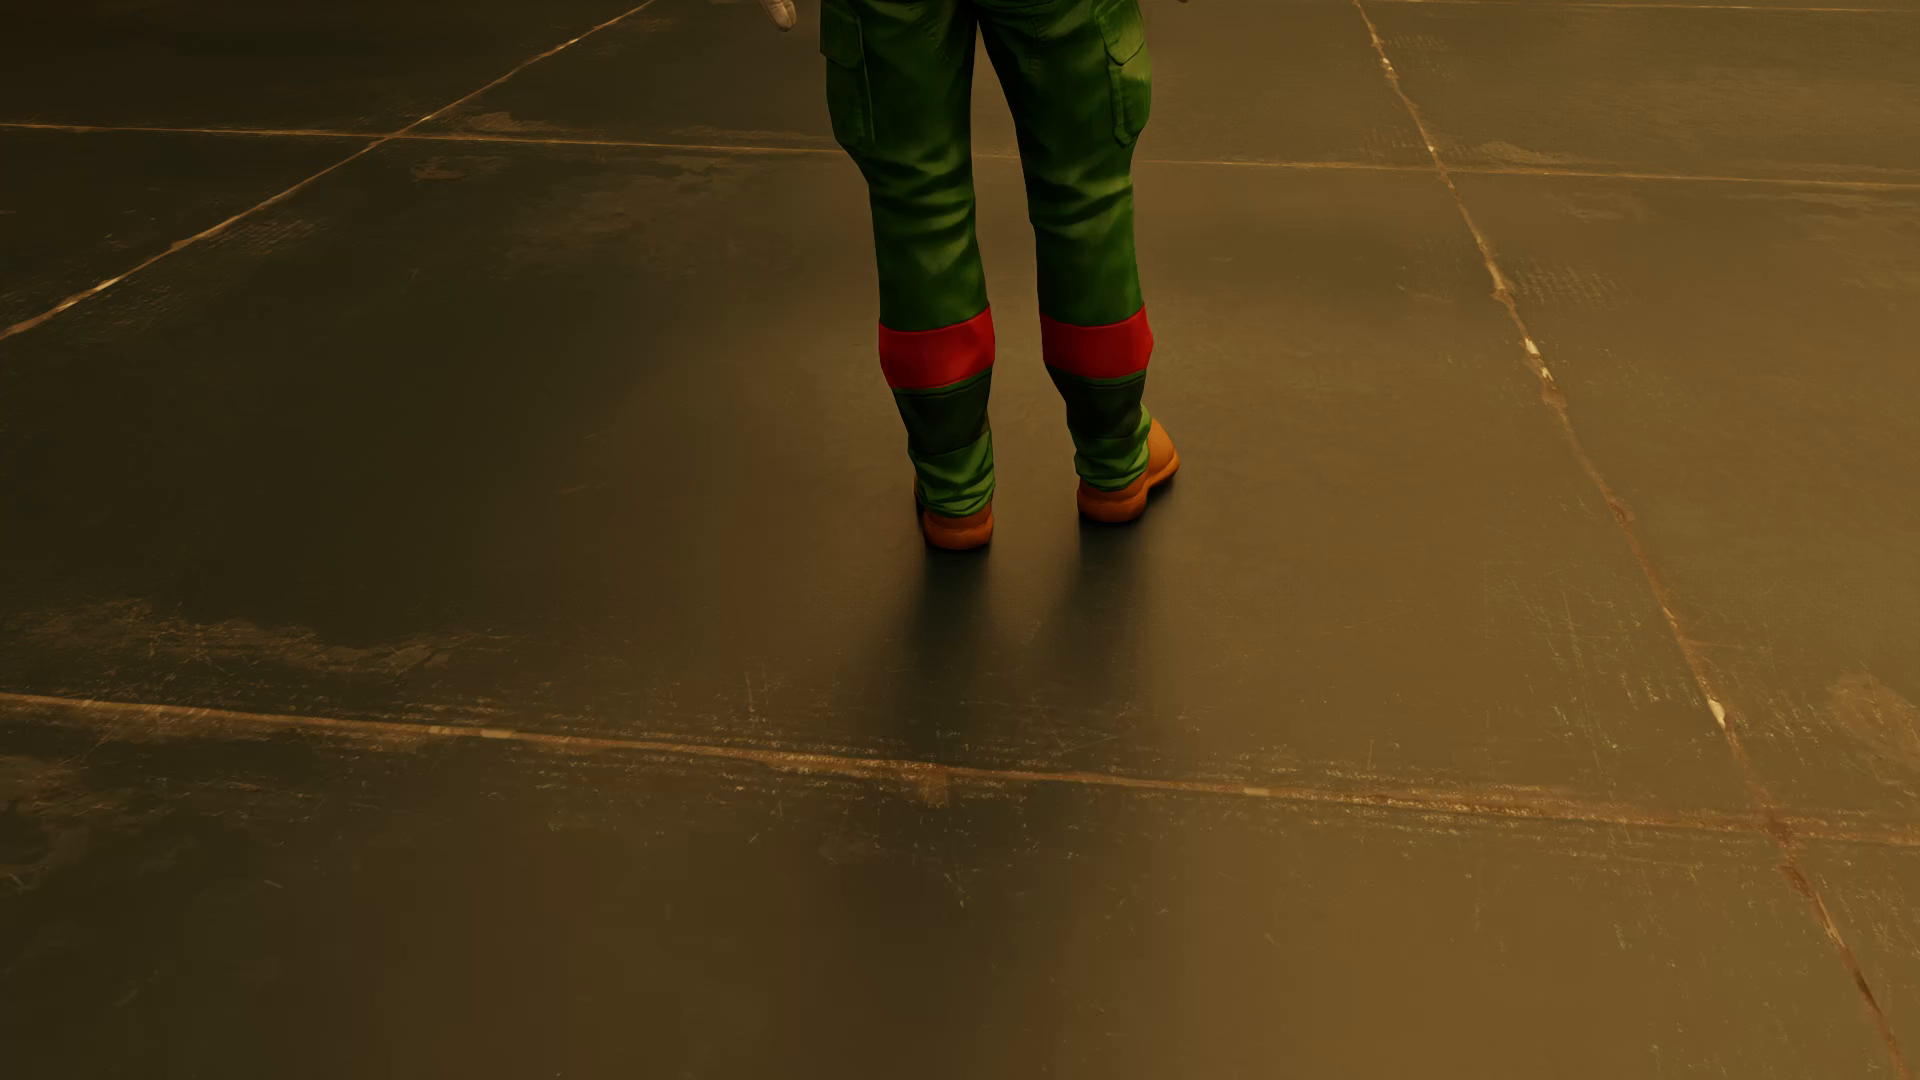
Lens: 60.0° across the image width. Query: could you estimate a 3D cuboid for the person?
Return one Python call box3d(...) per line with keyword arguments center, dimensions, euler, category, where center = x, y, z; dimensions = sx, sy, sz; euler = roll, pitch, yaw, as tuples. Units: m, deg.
box3d(center=(0.023, -0.842, 2.167), dimensions=(0.637, 1.787, 0.564), euler=(3, 27, 7), category="person")
